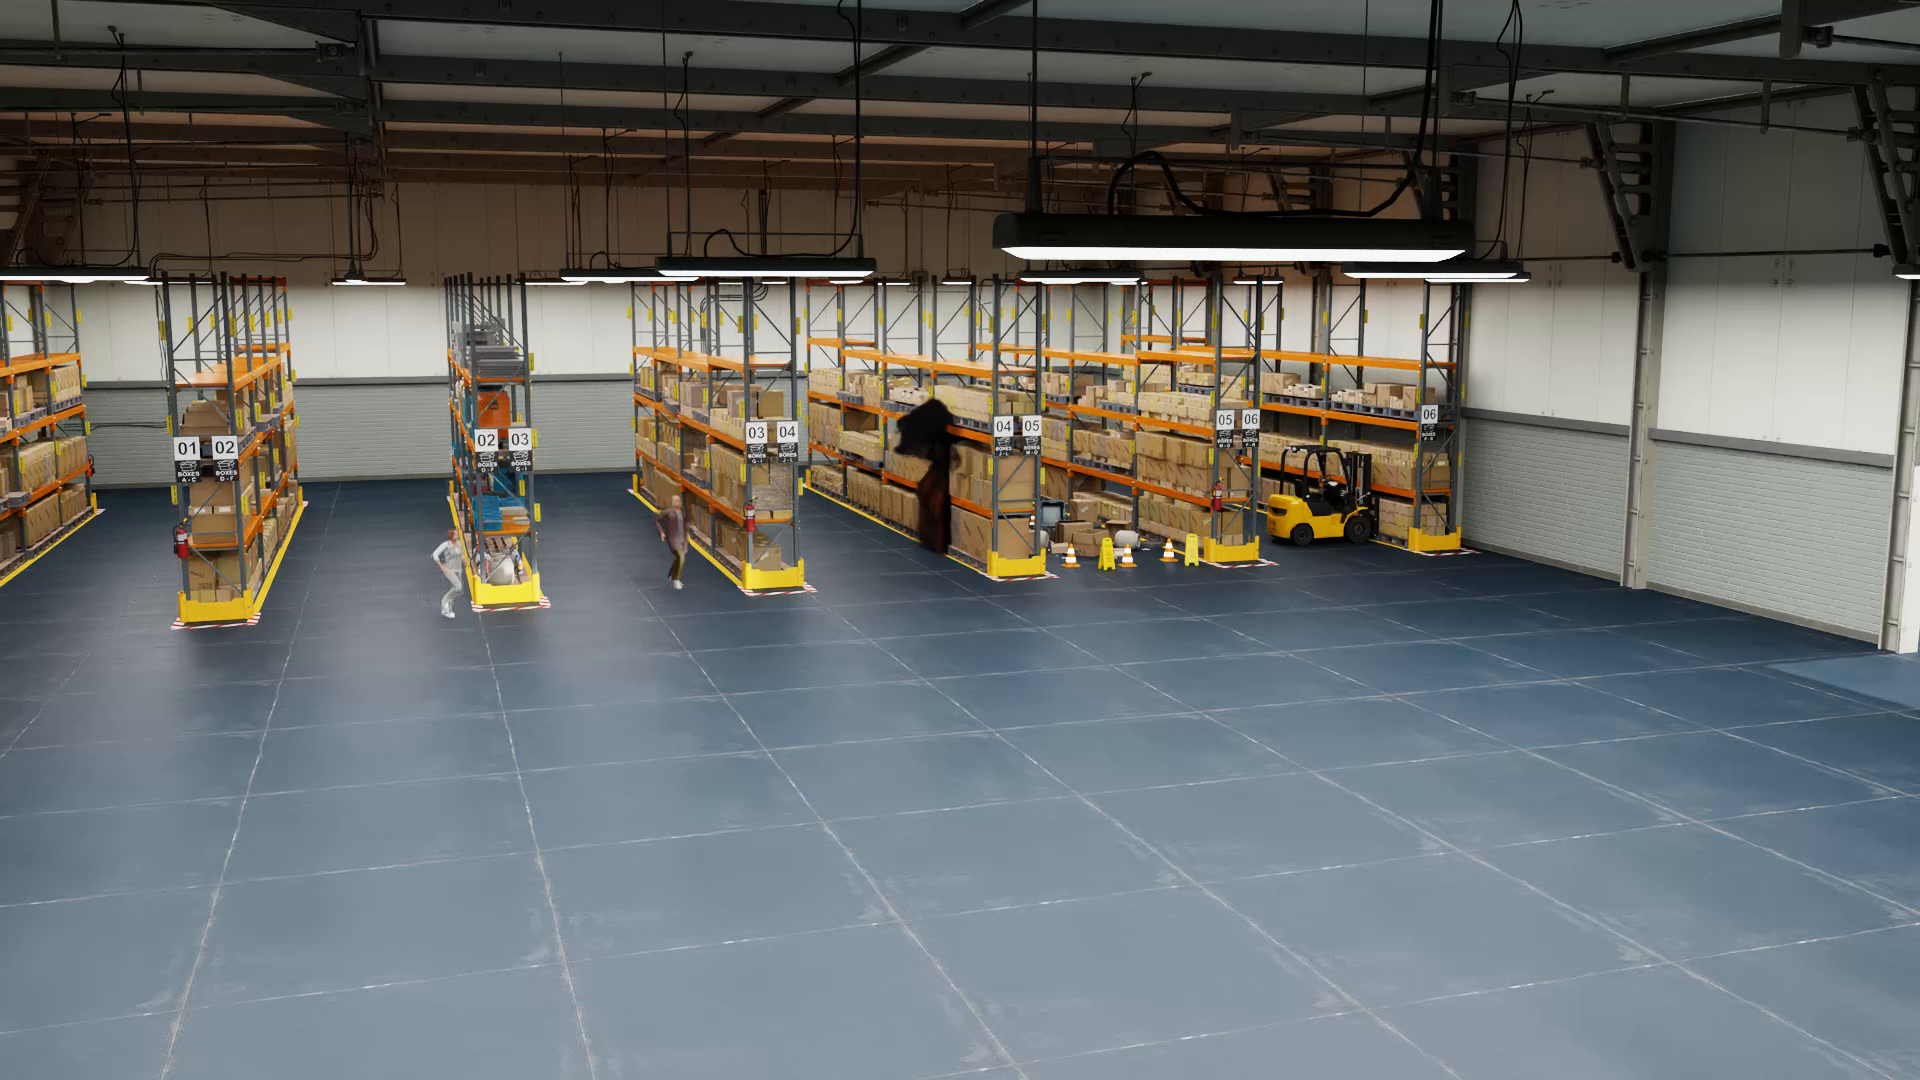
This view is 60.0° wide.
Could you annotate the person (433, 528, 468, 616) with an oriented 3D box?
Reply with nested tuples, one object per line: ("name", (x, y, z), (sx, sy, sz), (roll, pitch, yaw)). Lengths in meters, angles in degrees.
("person", (-8.881, 0.568, 29.161), (0.573, 1.556, 0.539), (4, 10, 27))

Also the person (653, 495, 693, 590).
("person", (-5.435, 0.047, 31.942), (0.799, 1.824, 0.672), (8, 12, 43))

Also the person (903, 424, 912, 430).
("person", (-1.514, -2.443, 48.331), (0.646, 1.836, 0.826), (-9, 12, -44))
